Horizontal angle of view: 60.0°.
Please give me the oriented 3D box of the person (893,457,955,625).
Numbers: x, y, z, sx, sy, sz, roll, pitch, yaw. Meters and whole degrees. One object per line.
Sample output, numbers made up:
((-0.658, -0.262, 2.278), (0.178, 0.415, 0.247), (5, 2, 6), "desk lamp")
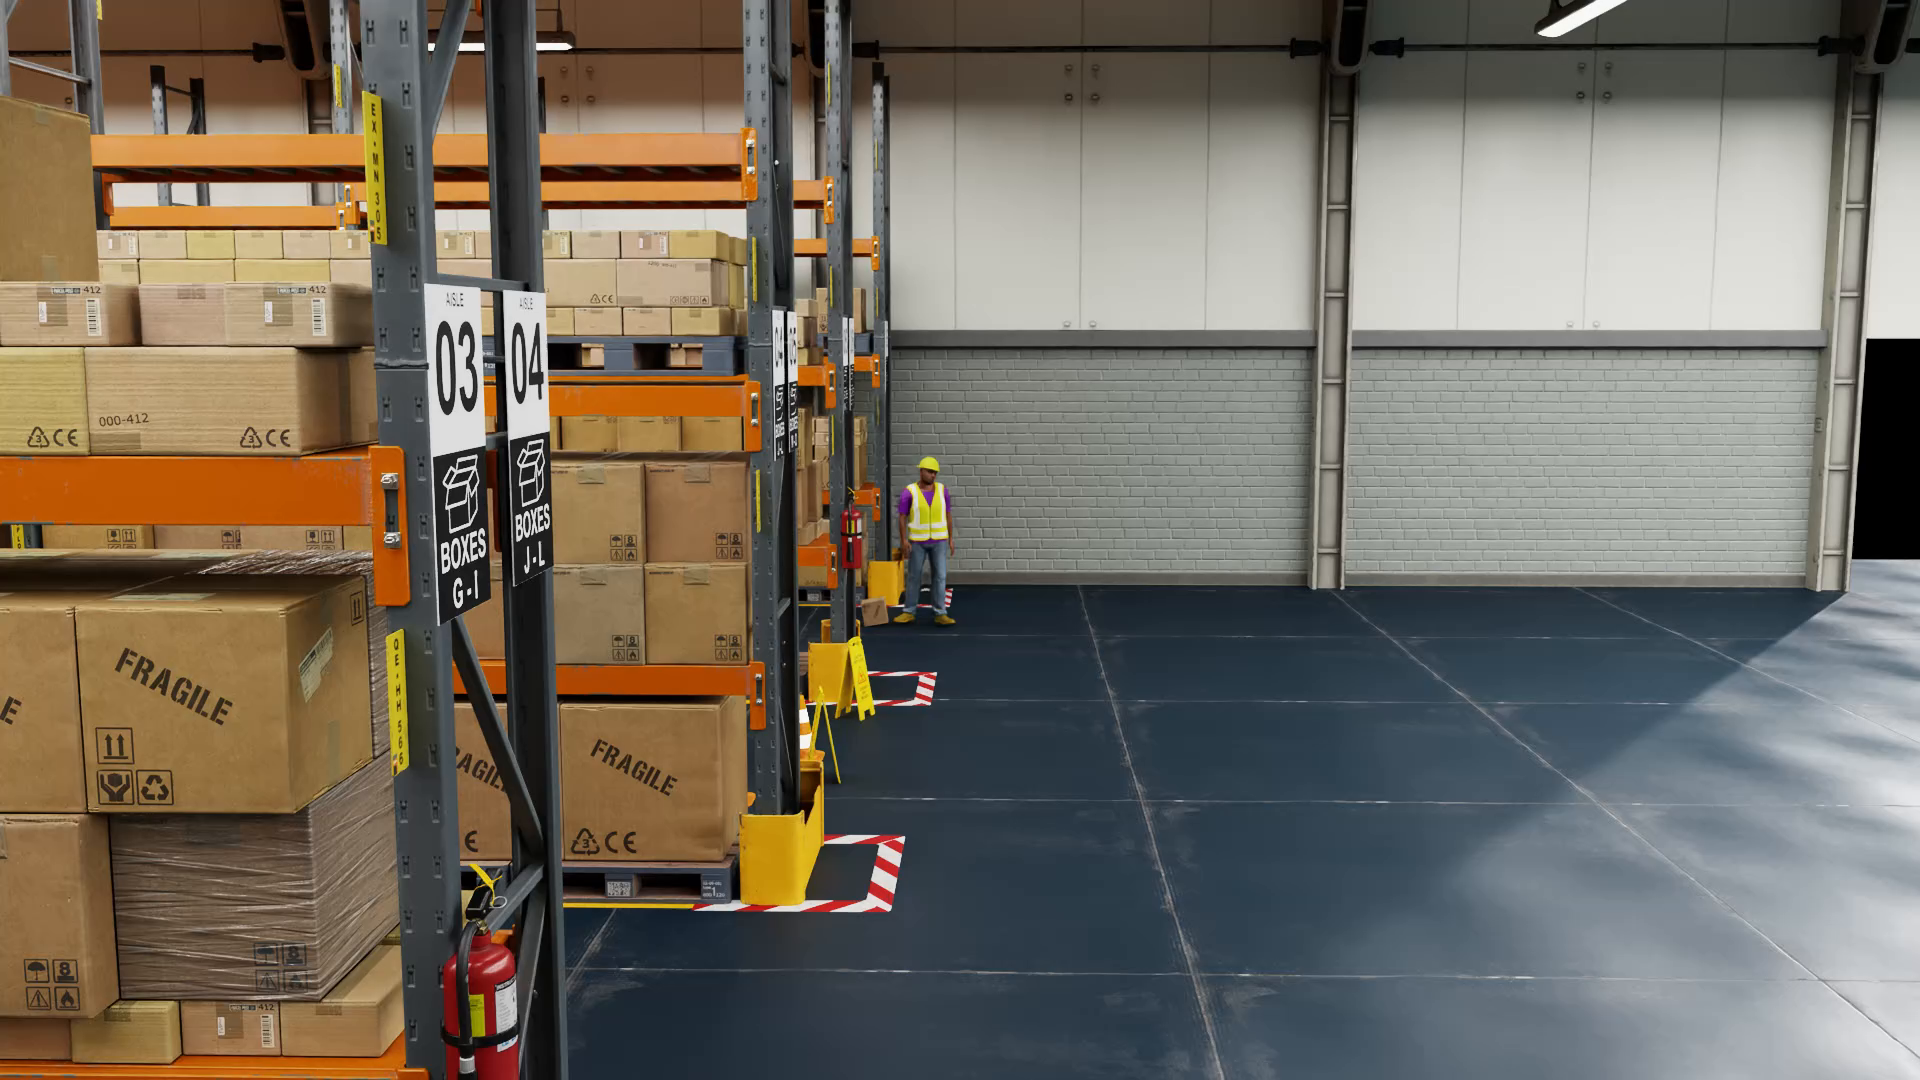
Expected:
((-0.394, 0.012, 17.438), (0.621, 1.767, 0.467), (-2, 7, -13), "person")
